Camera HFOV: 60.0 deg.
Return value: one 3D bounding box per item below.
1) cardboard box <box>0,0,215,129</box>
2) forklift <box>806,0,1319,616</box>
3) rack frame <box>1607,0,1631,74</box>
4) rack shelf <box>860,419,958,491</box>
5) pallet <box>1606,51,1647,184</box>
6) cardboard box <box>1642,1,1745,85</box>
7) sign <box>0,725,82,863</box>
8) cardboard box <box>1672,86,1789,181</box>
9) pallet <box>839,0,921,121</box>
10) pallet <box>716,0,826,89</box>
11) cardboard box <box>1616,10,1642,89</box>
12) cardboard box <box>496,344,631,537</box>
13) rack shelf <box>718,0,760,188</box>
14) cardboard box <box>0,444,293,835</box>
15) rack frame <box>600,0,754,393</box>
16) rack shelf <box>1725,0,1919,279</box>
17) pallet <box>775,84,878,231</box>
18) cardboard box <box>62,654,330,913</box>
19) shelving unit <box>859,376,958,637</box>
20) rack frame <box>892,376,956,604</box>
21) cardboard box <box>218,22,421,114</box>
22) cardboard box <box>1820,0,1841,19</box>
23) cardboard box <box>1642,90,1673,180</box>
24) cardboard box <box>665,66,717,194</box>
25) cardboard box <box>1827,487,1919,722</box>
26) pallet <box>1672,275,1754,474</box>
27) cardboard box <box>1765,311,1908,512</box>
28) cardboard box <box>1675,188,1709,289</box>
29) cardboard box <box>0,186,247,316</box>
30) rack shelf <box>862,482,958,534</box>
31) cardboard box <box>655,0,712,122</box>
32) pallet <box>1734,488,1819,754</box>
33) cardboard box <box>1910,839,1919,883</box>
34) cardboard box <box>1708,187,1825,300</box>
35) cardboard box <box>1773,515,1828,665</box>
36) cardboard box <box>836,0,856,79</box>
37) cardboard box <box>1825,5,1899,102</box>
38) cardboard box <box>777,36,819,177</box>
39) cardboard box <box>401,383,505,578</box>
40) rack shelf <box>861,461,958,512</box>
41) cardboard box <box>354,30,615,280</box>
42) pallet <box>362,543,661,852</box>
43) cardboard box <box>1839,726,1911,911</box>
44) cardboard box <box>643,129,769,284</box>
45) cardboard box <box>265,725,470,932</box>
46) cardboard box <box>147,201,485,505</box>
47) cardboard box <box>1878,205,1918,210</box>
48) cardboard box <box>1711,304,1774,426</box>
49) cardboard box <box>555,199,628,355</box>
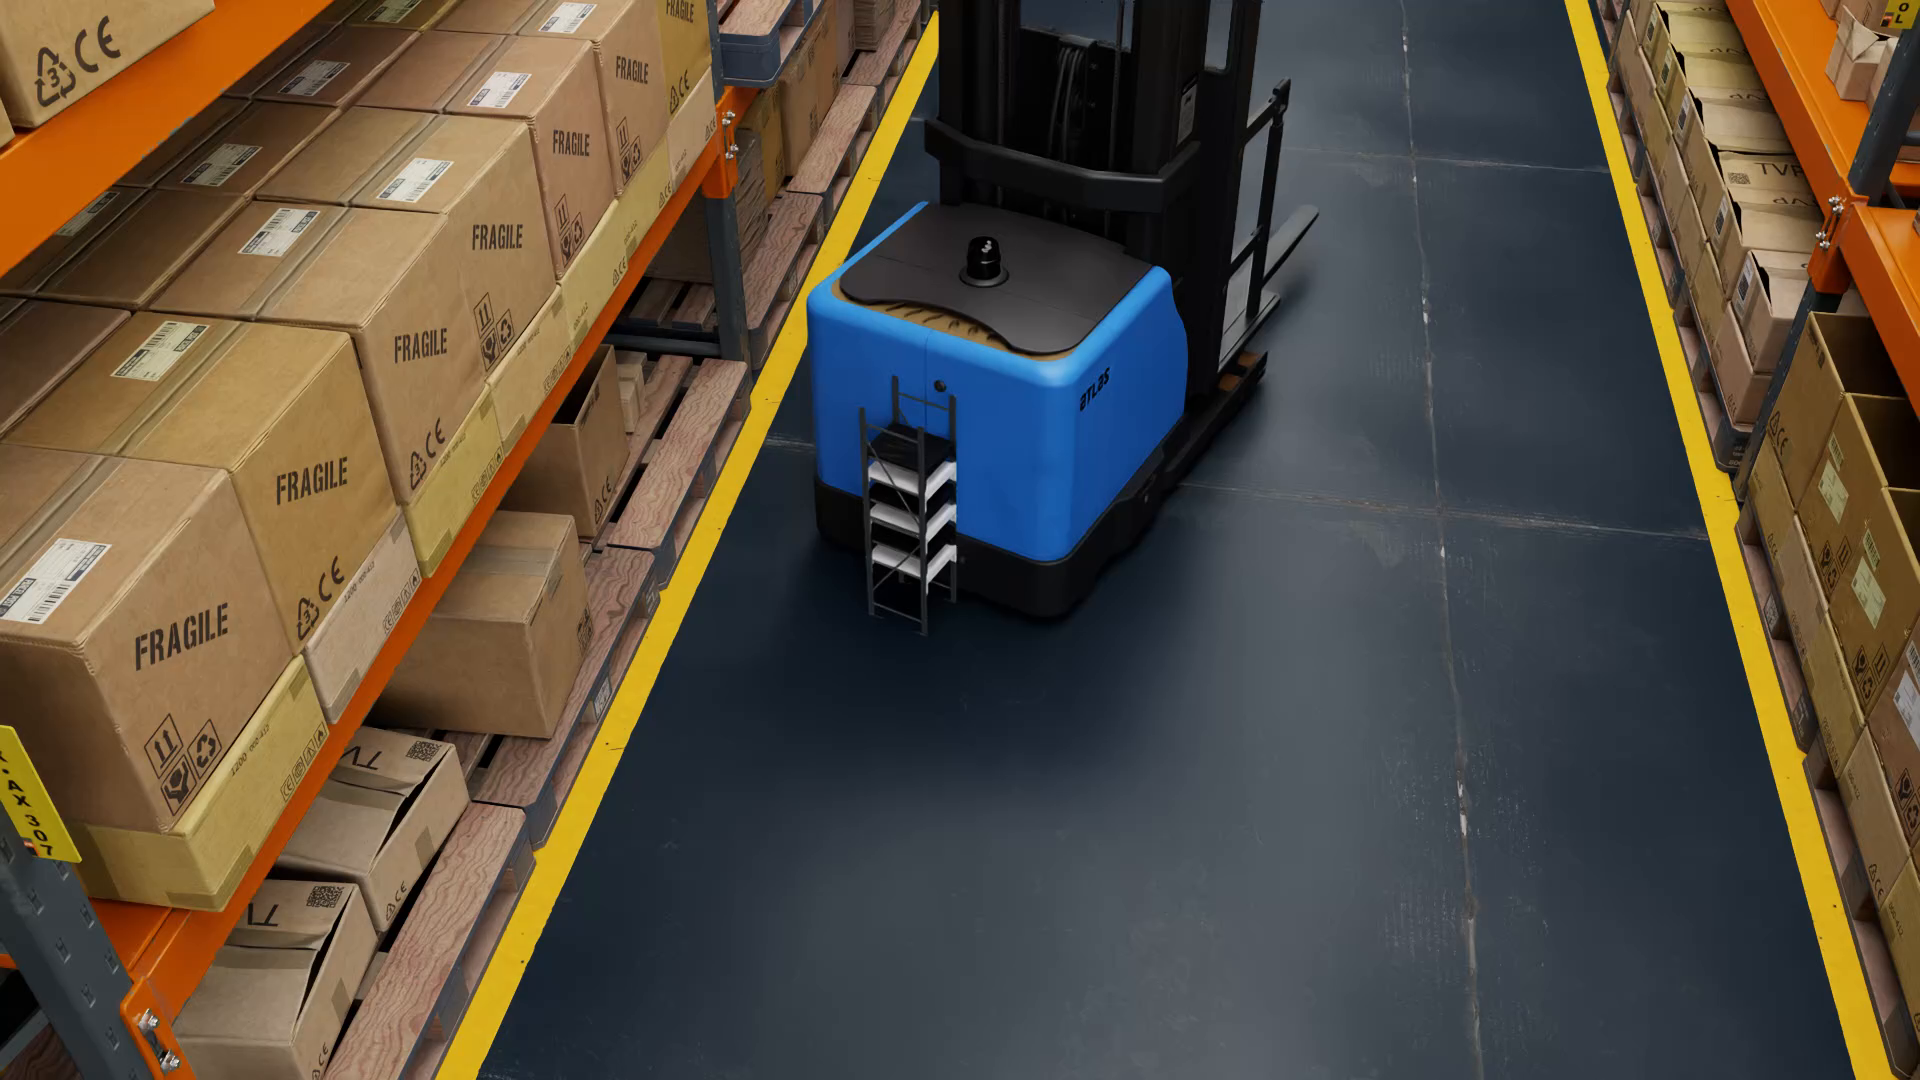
[{"bbox_3d":[-1.637,-1.030,2.693,0.500,0.500,0.500,9,40,11],"label":"cardboard box"},{"bbox_3d":[0.635,-1.784,6.108,1.130,2.935,3.031,20,44,23],"label":"forklift"},{"bbox_3d":[4.195,-3.789,8.478,1.000,3.000,0.127,6,40,8],"label":"rack frame"},{"bbox_3d":[-0.169,-0.284,5.515,0.258,0.077,0.200,20,44,23],"label":"rack shelf"},{"bbox_3d":[4.014,-2.202,8.747,1.003,0.211,1.213,6,40,8],"label":"pallet"},{"bbox_3d":[3.733,-2.480,8.284,0.500,0.311,0.500,5,40,7],"label":"cardboard box"},{"bbox_3d":[-1.534,0.414,2.716,0.100,0.325,0.005,6,40,8],"label":"sign"},{"bbox_3d":[3.554,-1.838,7.507,0.500,0.311,0.500,6,40,7],"label":"cardboard box"},{"bbox_3d":[-0.821,-2.768,9.432,1.003,0.211,1.213,6,40,8],"label":"pallet"},{"bbox_3d":[-1.101,-2.212,6.722,1.003,0.211,1.213,6,40,8],"label":"pallet"},{"bbox_3d":[3.815,-2.595,8.862,0.500,0.250,0.500,6,40,8],"label":"cardboard box"},{"bbox_3d":[-1.517,-0.373,5.963,0.500,0.500,0.500,4,40,4],"label":"cardboard box"},{"bbox_3d":[-1.031,-2.800,7.847,1.077,0.370,4.000,6,40,8],"label":"rack shelf"},{"bbox_3d":[-1.690,0.183,3.188,0.500,0.500,0.500,6,40,8],"label":"cardboard box"},{"bbox_3d":[-1.377,-1.822,6.100,1.000,3.000,0.127,6,40,8],"label":"rack frame"},{"bbox_3d":[3.849,-2.256,7.189,1.077,0.370,4.000,6,40,8],"label":"rack shelf"},{"bbox_3d":[-1.035,-2.004,8.508,1.003,0.211,1.213,6,40,8],"label":"pallet"},{"bbox_3d":[-1.672,0.467,3.433,0.500,0.250,0.500,5,40,6],"label":"cardboard box"},{"bbox_3d":[-0.169,-0.101,5.666,0.258,0.900,0.210,20,44,23],"label":"shelving unit"},{"bbox_3d":[-0.119,-0.157,5.734,0.240,0.900,0.006,20,44,23],"label":"rack frame"},{"bbox_3d":[-1.849,-1.153,4.804,0.500,0.500,0.500,7,40,9],"label":"cardboard box"},{"bbox_3d":[3.830,-2.442,6.771,0.500,0.500,0.500,6,40,8],"label":"cardboard box"},{"bbox_3d":[3.645,-1.952,8.085,0.500,0.250,0.500,5,40,6],"label":"cardboard box"},{"bbox_3d":[-1.160,-1.441,5.741,0.500,0.250,0.500,6,40,8],"label":"cardboard box"},{"bbox_3d":[2.941,0.215,4.876,0.500,0.500,0.500,6,40,8],"label":"cardboard box"},{"bbox_3d":[3.592,-0.670,6.895,1.003,0.211,1.213,6,40,8],"label":"pallet"},{"bbox_3d":[3.114,-0.413,5.635,0.500,0.500,0.500,6,40,8],"label":"cardboard box"},{"bbox_3d":[3.467,-1.311,7.310,0.500,0.250,0.500,7,40,9],"label":"cardboard box"},{"bbox_3d":[-2.015,-0.510,4.026,0.500,0.500,0.500,5,40,6],"label":"cardboard box"},{"bbox_3d":[-0.169,-0.145,5.630,0.258,0.077,0.200,20,44,23],"label":"rack shelf"},{"bbox_3d":[-1.154,-1.730,5.502,0.500,0.500,0.500,6,40,8],"label":"cardboard box"},{"bbox_3d":[3.324,0.291,5.733,1.003,0.211,1.213,6,40,8],"label":"pallet"},{"bbox_3d":[2.769,0.842,4.117,0.500,0.500,0.500,6,40,8],"label":"cardboard box"},{"bbox_3d":[3.375,-1.210,6.747,0.500,0.311,0.500,7,40,9],"label":"cardboard box"},{"bbox_3d":[3.033,0.190,5.494,0.500,0.250,0.500,6,40,8],"label":"cardboard box"},{"bbox_3d":[-0.961,-2.771,8.864,0.700,0.500,0.500,6,40,8],"label":"cardboard box"},{"bbox_3d":[3.474,-1.799,6.177,0.396,0.266,0.258,5,40,7],"label":"cardboard box"},{"bbox_3d":[-1.098,-2.138,8.098,0.700,0.500,0.500,7,40,8],"label":"cardboard box"},{"bbox_3d":[-1.502,-0.180,4.215,0.500,0.250,0.500,6,40,7],"label":"cardboard box"},{"bbox_3d":[-0.169,-0.214,5.573,0.258,0.077,0.200,20,44,23],"label":"rack shelf"},{"bbox_3d":[-1.332,-1.102,4.742,0.500,0.500,0.500,5,40,6],"label":"cardboard box"},{"bbox_3d":[-1.667,0.446,5.545,1.003,0.211,1.213,6,40,8],"label":"pallet"},{"bbox_3d":[2.860,0.818,4.735,0.500,0.250,0.500,6,40,8],"label":"cardboard box"},{"bbox_3d":[-1.266,-1.492,7.317,0.700,0.500,0.500,8,40,9],"label":"cardboard box"},{"bbox_3d":[-1.762,0.773,4.726,0.500,0.311,0.500,10,41,11],"label":"cardboard box"},{"bbox_3d":[-1.499,-0.450,3.954,0.500,0.500,0.500,5,40,6],"label":"cardboard box"},{"bbox_3d":[3.912,-1.142,6.666,0.500,0.311,0.500,6,40,7],"label":"cardboard box"},{"bbox_3d":[3.289,-0.673,6.538,0.500,0.250,0.500,6,40,7],"label":"cardboard box"},{"bbox_3d":[-1.326,-0.812,4.980,0.500,0.250,0.500,6,40,7],"label":"cardboard box"}]
